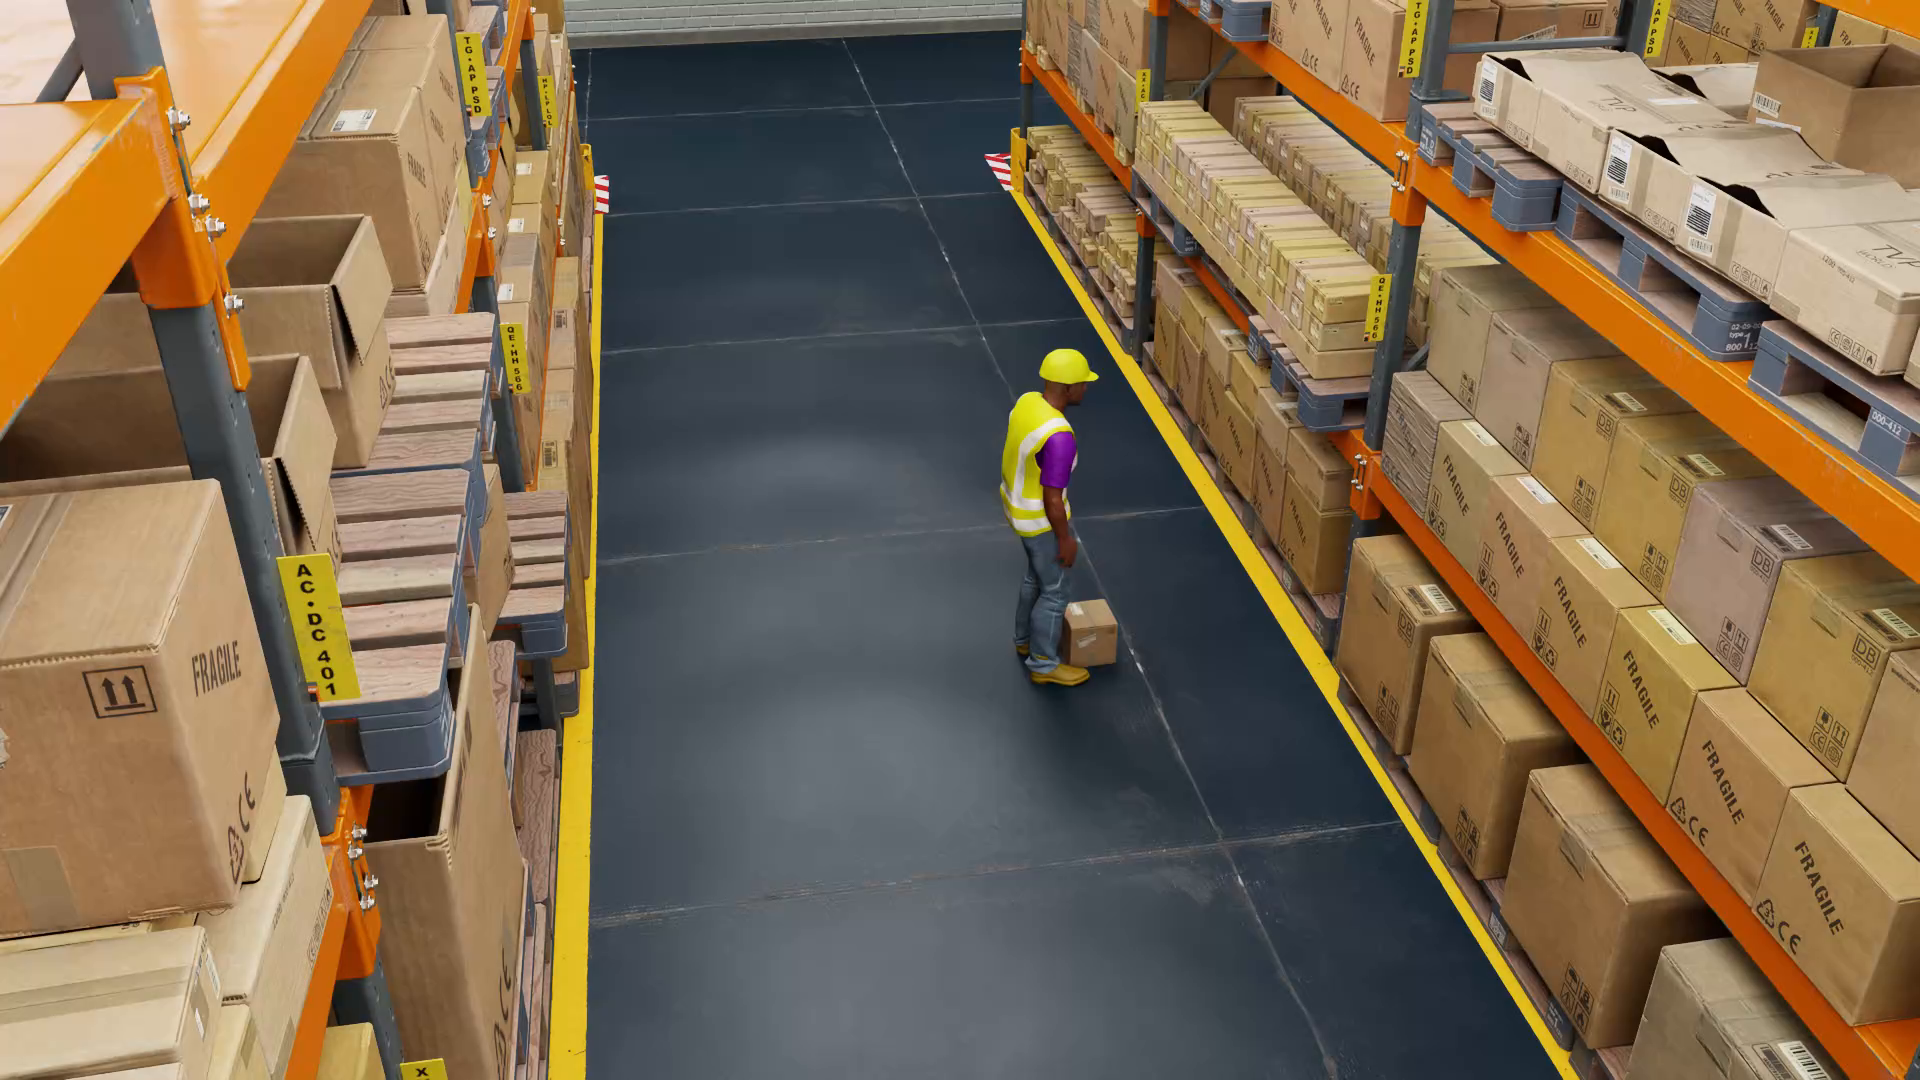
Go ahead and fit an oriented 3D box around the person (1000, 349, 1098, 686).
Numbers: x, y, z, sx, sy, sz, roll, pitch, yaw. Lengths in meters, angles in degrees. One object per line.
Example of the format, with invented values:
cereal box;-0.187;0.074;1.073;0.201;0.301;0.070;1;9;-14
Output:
person;0.445;-0.130;8.341;0.462;1.759;0.622;-7;31;-11
